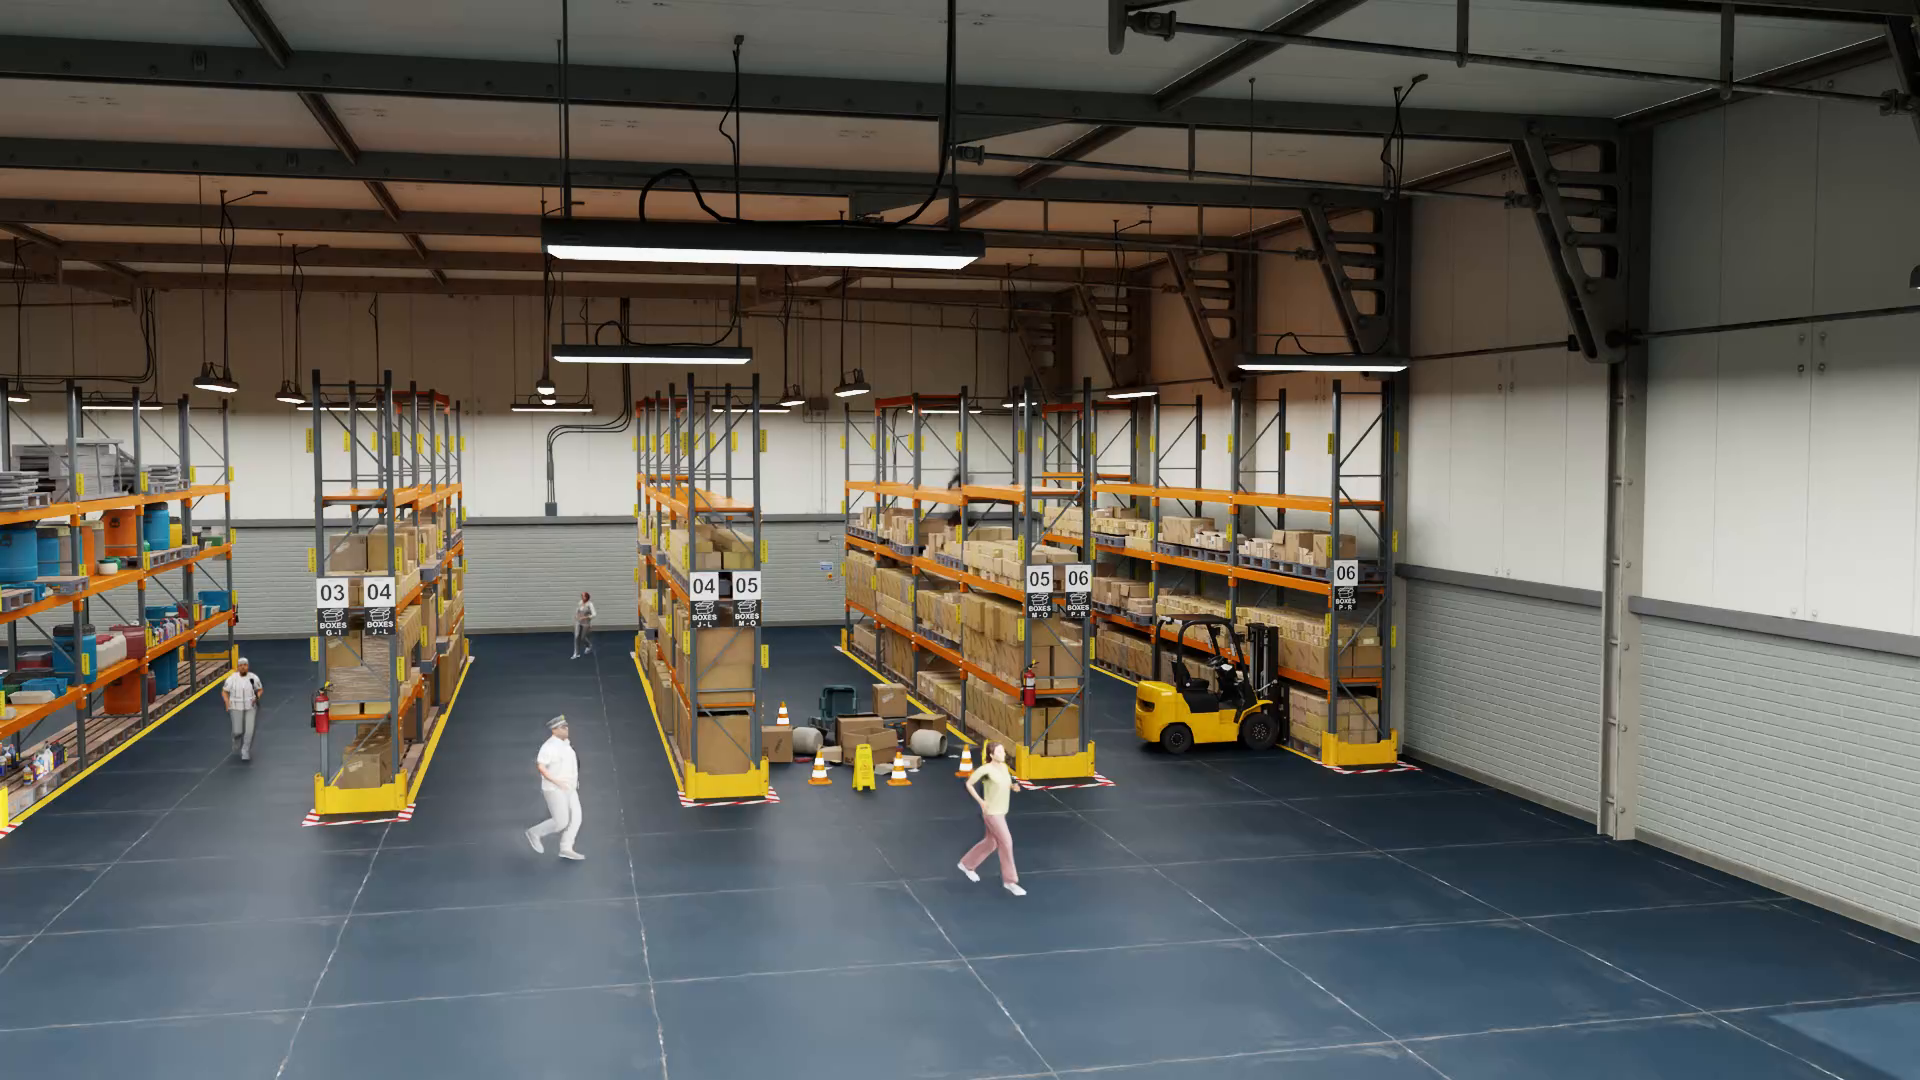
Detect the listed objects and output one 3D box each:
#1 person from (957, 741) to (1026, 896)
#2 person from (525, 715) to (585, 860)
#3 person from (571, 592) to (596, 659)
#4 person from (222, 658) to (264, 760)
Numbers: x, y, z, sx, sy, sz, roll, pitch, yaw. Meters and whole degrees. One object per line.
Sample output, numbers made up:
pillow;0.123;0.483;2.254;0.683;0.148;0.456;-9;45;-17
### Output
person;0.380;3.084;18.674;0.894;1.693;0.558;2;4;30
person;-4.880;2.981;20.064;0.707;1.757;0.669;1;3;15
person;-8.771;1.994;38.974;0.582;1.570;0.739;1;4;22
person;-11.357;2.673;26.363;0.607;1.614;0.551;-2;4;-28
